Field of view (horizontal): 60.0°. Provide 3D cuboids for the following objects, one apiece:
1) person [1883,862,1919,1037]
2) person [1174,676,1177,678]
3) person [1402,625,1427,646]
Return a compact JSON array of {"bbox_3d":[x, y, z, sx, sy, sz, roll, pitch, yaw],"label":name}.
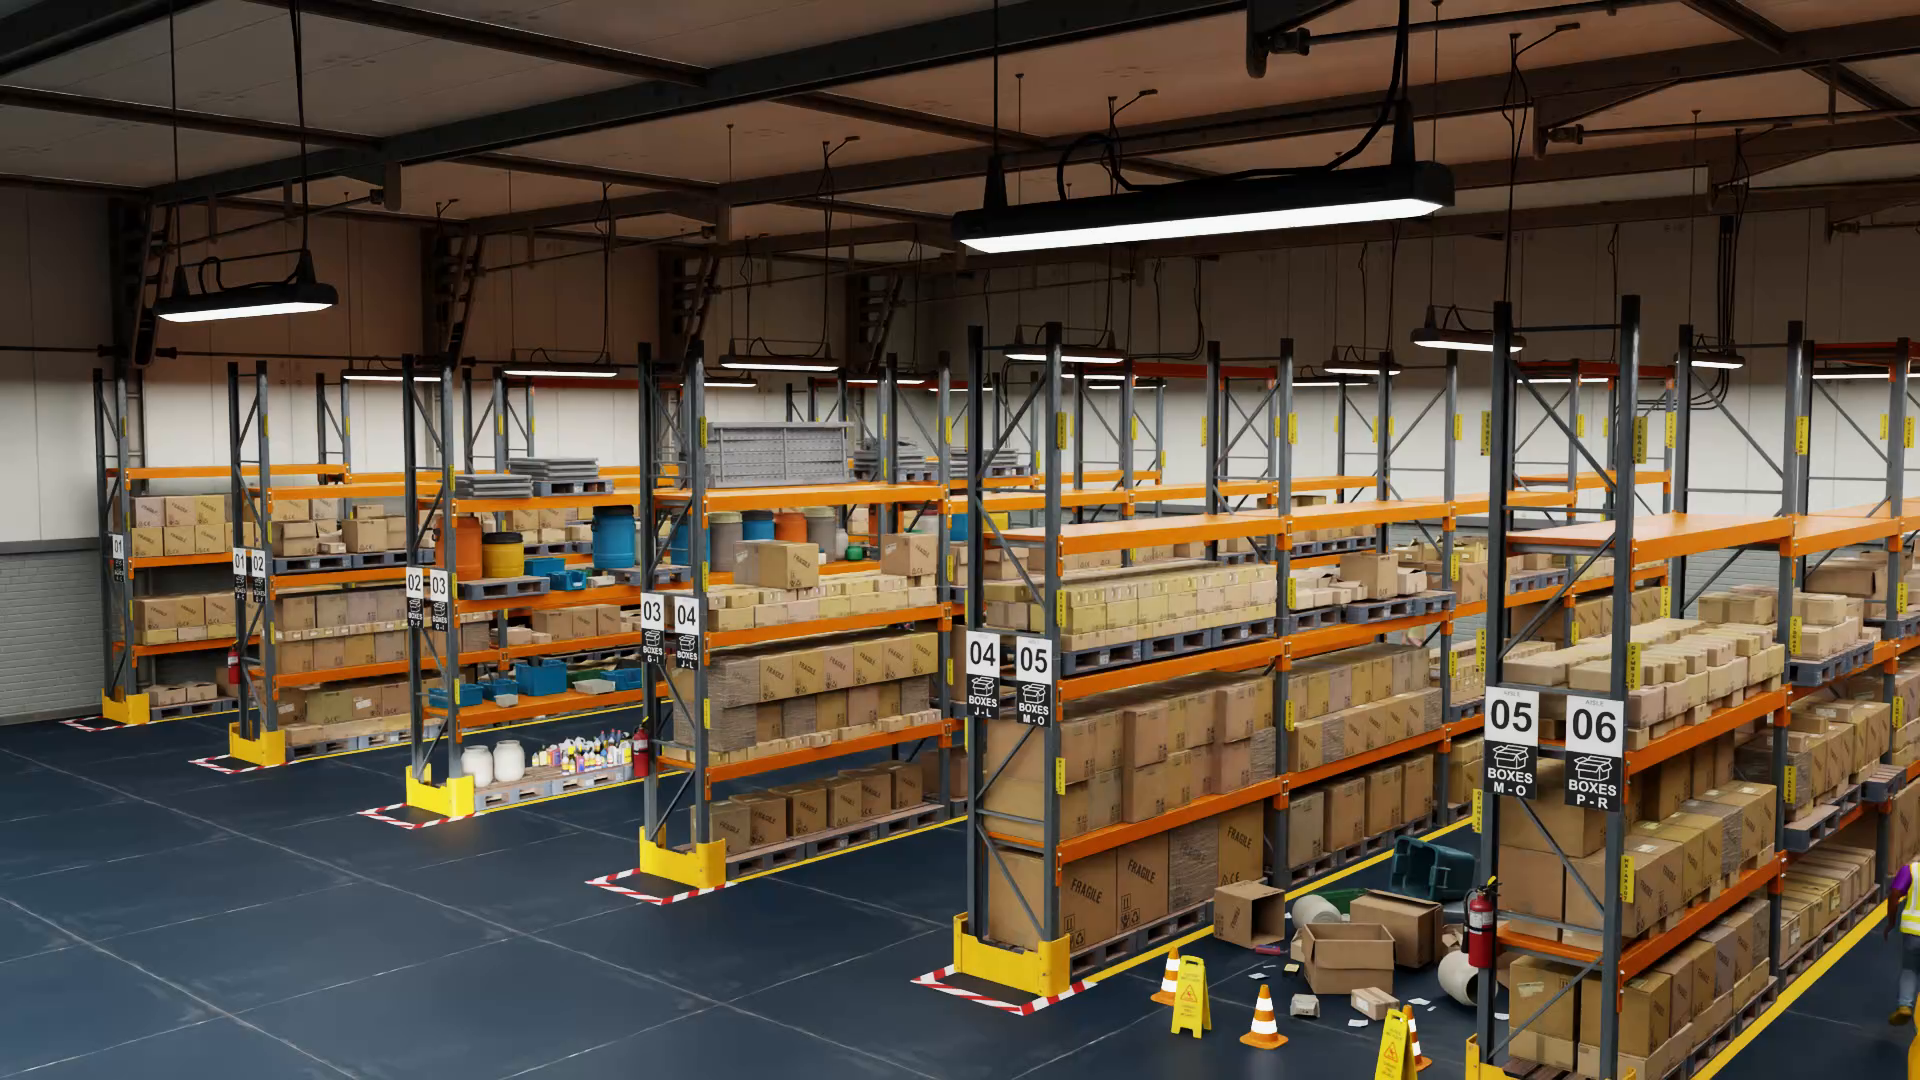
[{"bbox_3d":[8.156,3.317,13.979,0.657,1.654,0.746,4,6,44],"label":"person"},{"bbox_3d":[3.265,2.632,23.385,0.625,1.643,0.548,-3,5,-35],"label":"person"},{"bbox_3d":[9.093,1.939,33.182,0.443,1.558,0.986,-2,5,-23],"label":"person"}]
